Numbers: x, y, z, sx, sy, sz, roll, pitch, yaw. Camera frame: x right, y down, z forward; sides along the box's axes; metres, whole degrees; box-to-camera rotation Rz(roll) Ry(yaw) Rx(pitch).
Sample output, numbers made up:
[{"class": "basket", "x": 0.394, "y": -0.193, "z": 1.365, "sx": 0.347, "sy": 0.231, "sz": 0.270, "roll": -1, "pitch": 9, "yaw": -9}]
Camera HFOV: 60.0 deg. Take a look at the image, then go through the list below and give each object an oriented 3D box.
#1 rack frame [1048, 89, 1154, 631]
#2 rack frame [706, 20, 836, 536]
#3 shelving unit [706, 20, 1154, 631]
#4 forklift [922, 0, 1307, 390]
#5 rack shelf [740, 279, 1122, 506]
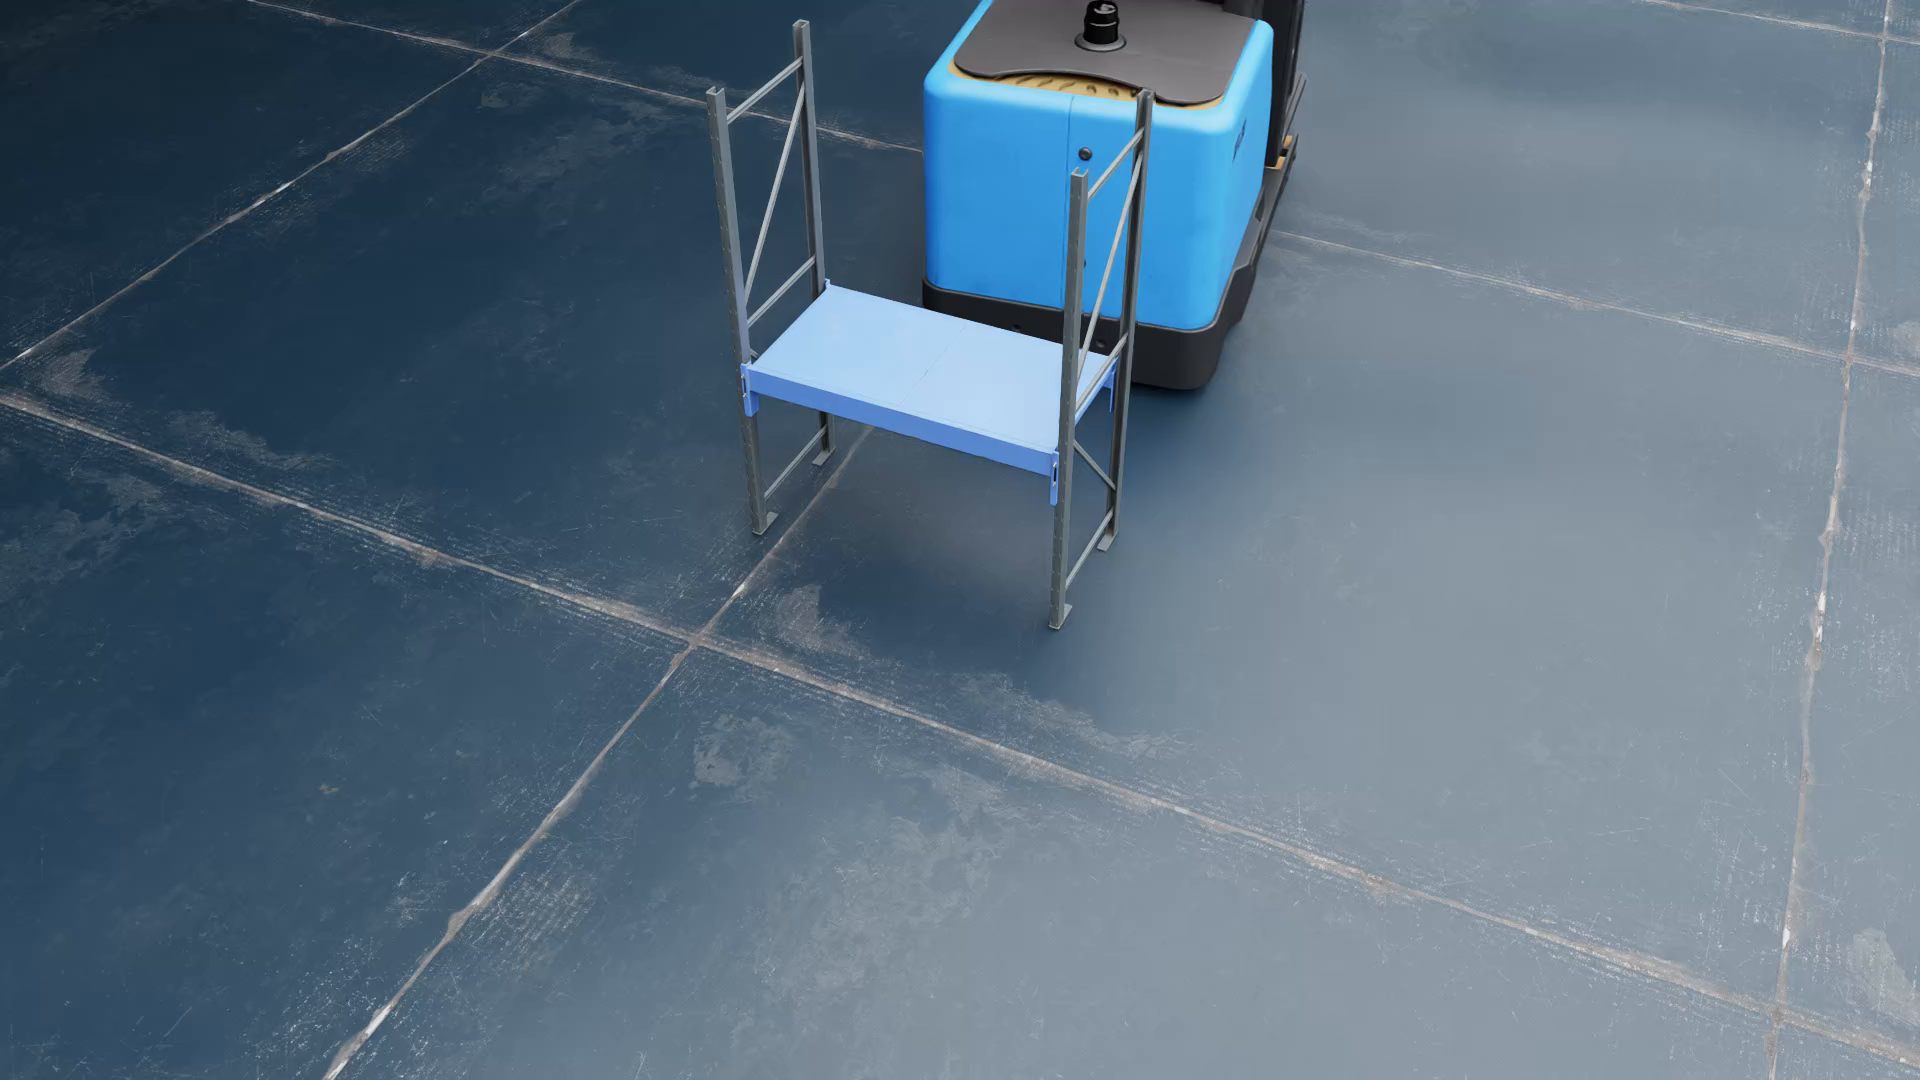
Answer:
[{"class": "rack frame", "x": 0.383, "y": -0.450, "z": 4.624, "sx": 0.032, "sy": 1.500, "sz": 0.500, "roll": 17, "pitch": 44, "yaw": 19}, {"class": "rack frame", "x": -0.538, "y": -0.731, "z": 4.948, "sx": 0.032, "sy": 1.500, "sz": 0.500, "roll": 17, "pitch": 44, "yaw": 19}, {"class": "shelving unit", "x": -0.077, "y": -0.590, "z": 4.786, "sx": 1.048, "sy": 1.500, "sz": 0.538, "roll": 17, "pitch": 44, "yaw": 19}, {"class": "forklift", "x": 0.793, "y": -2.601, "z": 6.013, "sx": 1.130, "sy": 2.935, "sz": 3.031, "roll": 12, "pitch": 42, "yaw": 13}, {"class": "rack shelf", "x": -0.077, "y": -0.454, "z": 4.904, "sx": 1.000, "sy": 0.185, "sz": 0.538, "roll": 17, "pitch": 44, "yaw": 19}]
